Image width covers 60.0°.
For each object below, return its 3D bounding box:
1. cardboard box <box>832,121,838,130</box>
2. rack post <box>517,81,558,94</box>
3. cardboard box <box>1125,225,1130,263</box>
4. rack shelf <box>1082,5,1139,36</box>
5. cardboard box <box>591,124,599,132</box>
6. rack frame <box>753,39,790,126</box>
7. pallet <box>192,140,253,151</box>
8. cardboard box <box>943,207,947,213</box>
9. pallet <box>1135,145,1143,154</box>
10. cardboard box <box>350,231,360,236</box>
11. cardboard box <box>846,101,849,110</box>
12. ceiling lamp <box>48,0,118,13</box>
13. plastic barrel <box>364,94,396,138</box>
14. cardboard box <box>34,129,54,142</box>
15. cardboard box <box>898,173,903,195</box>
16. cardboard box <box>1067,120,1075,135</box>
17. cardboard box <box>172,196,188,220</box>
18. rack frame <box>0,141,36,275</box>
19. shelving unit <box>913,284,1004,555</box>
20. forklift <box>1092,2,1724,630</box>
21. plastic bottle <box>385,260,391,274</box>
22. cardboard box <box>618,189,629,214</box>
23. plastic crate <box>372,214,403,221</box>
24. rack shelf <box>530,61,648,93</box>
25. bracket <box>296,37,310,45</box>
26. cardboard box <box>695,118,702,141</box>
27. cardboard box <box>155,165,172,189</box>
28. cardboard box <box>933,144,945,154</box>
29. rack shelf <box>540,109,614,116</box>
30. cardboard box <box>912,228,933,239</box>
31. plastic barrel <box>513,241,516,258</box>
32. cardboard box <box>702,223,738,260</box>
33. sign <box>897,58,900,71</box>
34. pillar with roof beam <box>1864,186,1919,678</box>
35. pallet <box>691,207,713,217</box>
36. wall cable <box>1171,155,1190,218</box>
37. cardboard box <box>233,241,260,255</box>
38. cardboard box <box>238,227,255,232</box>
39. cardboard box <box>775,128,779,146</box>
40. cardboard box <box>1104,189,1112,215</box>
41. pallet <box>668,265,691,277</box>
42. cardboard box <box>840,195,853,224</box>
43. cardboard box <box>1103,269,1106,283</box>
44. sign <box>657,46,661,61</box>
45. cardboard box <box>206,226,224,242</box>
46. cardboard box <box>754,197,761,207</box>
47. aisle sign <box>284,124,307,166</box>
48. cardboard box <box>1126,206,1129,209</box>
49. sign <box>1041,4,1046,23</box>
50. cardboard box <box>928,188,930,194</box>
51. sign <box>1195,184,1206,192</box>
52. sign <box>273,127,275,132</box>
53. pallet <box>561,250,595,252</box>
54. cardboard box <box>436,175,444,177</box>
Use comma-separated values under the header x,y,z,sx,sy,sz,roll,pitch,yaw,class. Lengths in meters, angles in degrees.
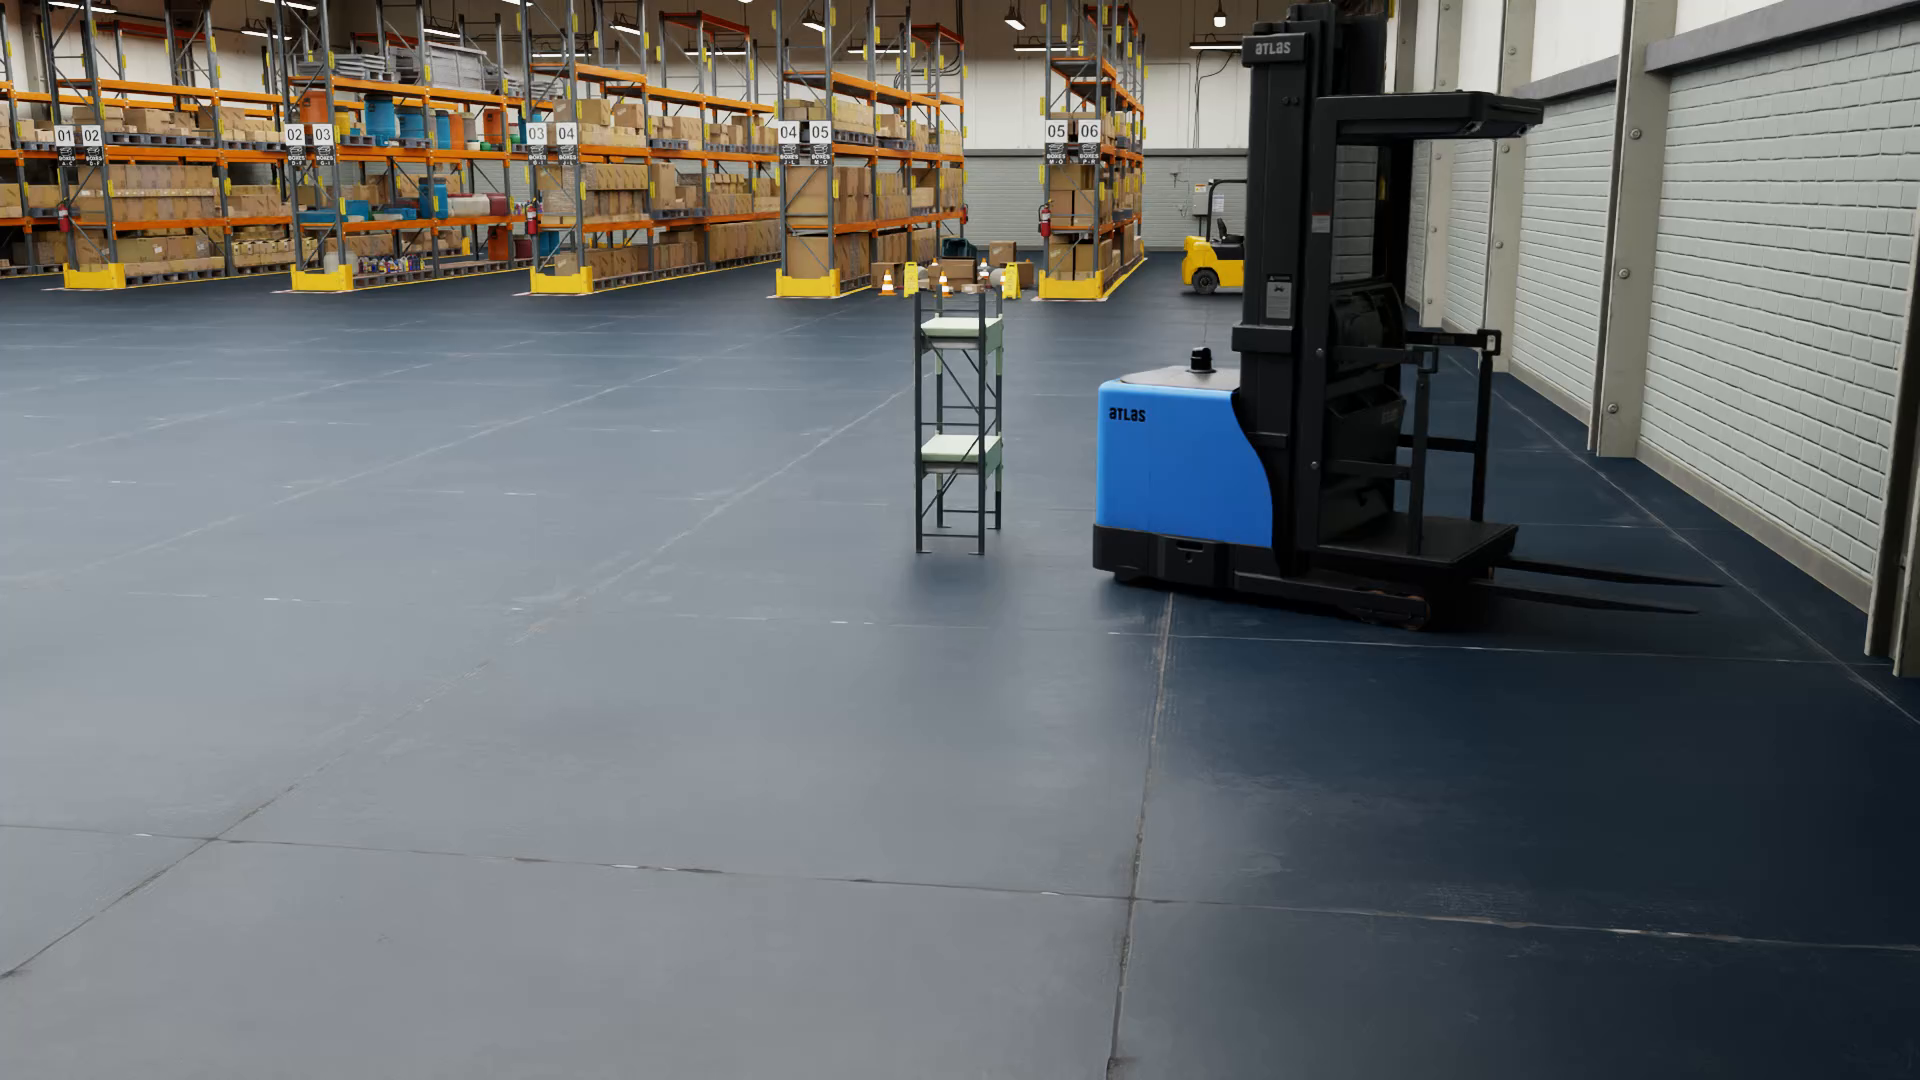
x,y,z,sx,sy,sz,roll,pitch,yaw,class
-2.493,-7.744,31.051,0.380,0.149,0.250,2,12,9,cardboard box
-10.957,-11.647,42.858,0.937,0.300,0.954,2,12,8,rack post
3.604,-7.105,39.888,0.875,0.875,0.875,2,12,9,cardboard box
3.582,-12.234,39.218,1.077,0.370,4.000,2,12,9,rack shelf
-7.312,-8.067,32.595,0.380,0.149,0.250,2,12,11,cardboard box
-5.287,-12.531,46.778,1.000,3.000,0.127,2,12,9,rack frame
-16.798,-8.979,37.870,0.805,0.209,1.217,1,12,6,pallet
-0.543,-8.729,43.976,0.380,0.149,0.250,2,12,10,cardboard box
4.401,-10.545,44.896,1.003,0.211,1.213,2,12,9,pallet
-16.159,-8.146,43.781,0.500,0.250,0.500,2,12,9,cardboard box
-2.339,-8.344,31.940,0.380,0.149,0.250,2,12,8,cardboard box
-19.064,-13.249,36.255,0.800,3.185,2.000,2,12,9,ceiling lamp
-12.286,-8.974,35.206,0.600,0.901,0.708,2,12,9,plastic barrel
-21.558,-9.449,38.813,0.500,0.311,0.500,2,12,10,cardboard box
-1.711,-8.196,38.292,0.700,0.500,0.500,2,12,8,cardboard box
1.857,-7.600,30.669,0.500,0.250,0.500,2,12,8,cardboard box
-17.138,-7.164,35.878,0.700,0.500,0.500,2,12,9,cardboard box
-21.816,-7.582,38.053,1.000,3.000,0.127,2,12,9,rack frame
-0.001,-0.732,9.829,0.431,1.500,0.755,2,12,9,shelving unit
2.224,-1.127,8.266,3.031,2.935,1.130,8,15,33,forklift
-12.002,-5.729,34.860,0.061,0.283,0.133,2,12,10,plastic bottle
-7.352,-6.992,34.376,0.875,0.500,0.500,2,12,9,cardboard box
-12.026,-6.786,34.985,0.530,0.136,0.437,2,12,9,plastic crate
-7.440,-9.263,33.331,1.077,0.370,4.000,2,12,9,rack shelf
-20.123,-15.264,50.917,0.235,0.232,0.430,2,12,9,bracket
-6.344,-9.585,38.805,0.500,0.500,0.500,2,12,10,cardboard box
-17.214,-7.699,35.281,0.700,0.500,0.500,2,12,9,cardboard box
-0.685,-10.065,42.811,0.500,0.250,0.500,3,12,12,cardboard box
-10.489,-11.728,45.709,1.077,0.370,4.000,2,12,9,rack shelf
-0.974,-7.664,41.591,0.500,0.250,0.500,2,12,11,cardboard box
-11.355,-7.305,41.679,0.421,0.512,0.421,0,12,0,plastic barrel
-6.246,-7.428,41.386,1.225,0.875,0.875,2,12,9,cardboard box
-1.550,-12.033,42.064,0.100,0.325,0.005,2,12,9,sign
0.002,-3.978,7.093,9.100,9.000,0.400,2,12,9,pillar with roof beam
-6.522,-7.687,38.999,1.213,0.211,1.003,2,12,9,pallet
6.752,-10.905,51.061,0.588,1.984,0.122,2,12,9,wall cable
-16.529,-6.739,38.343,0.500,0.311,0.500,2,12,8,cardboard box
-20.136,-8.765,46.942,0.380,0.149,0.250,2,12,11,cardboard box
-5.314,-11.258,46.519,0.700,0.500,0.500,1,12,5,cardboard box
2.837,-6.873,33.821,0.500,0.500,0.500,2,12,7,cardboard box
-6.829,-6.154,38.047,1.003,0.211,1.213,2,12,9,pallet
-2.577,-6.465,32.518,0.875,0.550,0.550,2,12,9,cardboard box
2.528,-5.073,31.941,0.500,0.250,0.500,2,12,11,cardboard box
-7.066,-11.417,39.016,0.100,0.325,0.005,2,12,9,sign
-20.557,-8.262,45.316,0.750,0.750,0.750,2,12,9,cardboard box
-5.571,-8.927,43.946,0.500,0.250,0.500,2,12,8,cardboard box
-12.946,-7.693,32.401,0.394,0.787,0.004,2,12,9,aisle sign
3.746,-7.849,39.648,0.500,0.250,0.500,2,12,11,cardboard box
1.499,-9.435,29.822,0.100,0.325,0.005,2,12,9,sign
-0.968,-8.757,41.697,0.380,0.149,0.250,1,12,7,cardboard box
7.380,-10.802,51.035,0.339,0.242,0.001,2,12,9,sign
-16.841,-9.992,40.889,0.100,0.325,0.005,2,12,9,sign
-10.536,-7.972,46.483,1.003,0.211,1.213,2,12,9,pallet
-15.024,-10.143,47.327,0.500,0.500,0.500,2,12,10,cardboard box
